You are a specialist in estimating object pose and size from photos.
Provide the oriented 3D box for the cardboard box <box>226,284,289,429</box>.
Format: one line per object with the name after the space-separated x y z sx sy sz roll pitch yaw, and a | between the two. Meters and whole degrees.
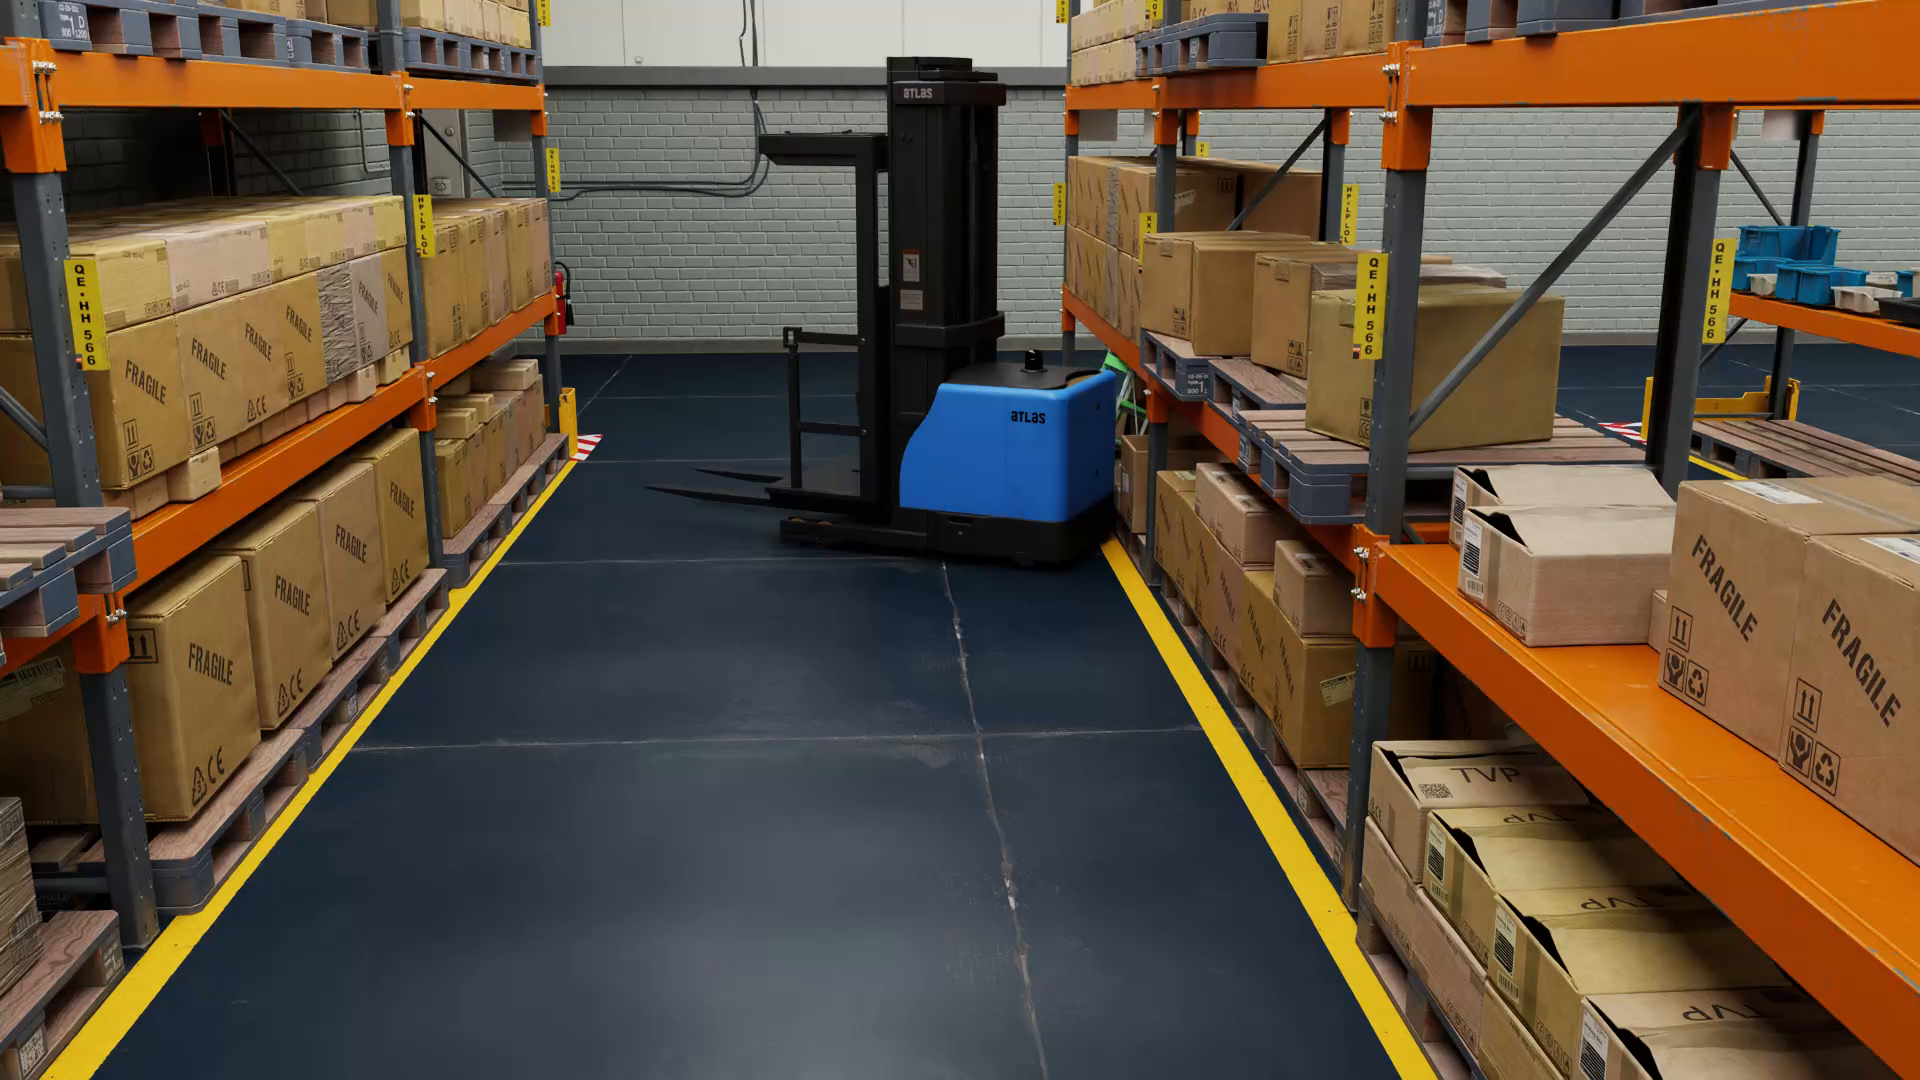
-2.958 -0.713 6.439 0.500 0.500 0.500 -1 14 -4 | cardboard box

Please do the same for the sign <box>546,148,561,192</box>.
-3.084 -2.802 12.598 0.100 0.325 0.005 -1 14 -3 | sign

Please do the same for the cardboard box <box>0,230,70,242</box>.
-3.446 -0.935 5.798 0.500 0.250 0.500 -1 14 -5 | cardboard box

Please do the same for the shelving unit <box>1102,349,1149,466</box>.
0.952 -0.672 10.662 0.258 1.200 0.503 19 9 -17 | shelving unit

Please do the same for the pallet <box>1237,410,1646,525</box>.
1.701 -0.284 5.995 1.213 0.211 1.003 -1 14 -3 | pallet

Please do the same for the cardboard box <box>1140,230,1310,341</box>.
1.371 -1.335 8.651 0.700 0.500 0.500 -6 16 -22 | cardboard box

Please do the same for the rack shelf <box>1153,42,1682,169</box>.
1.689 -1.811 6.969 1.077 0.370 4.000 -1 14 -3 | rack shelf

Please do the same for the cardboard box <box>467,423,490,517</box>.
-3.350 -0.432 10.360 0.700 0.500 0.500 -1 14 -4 | cardboard box

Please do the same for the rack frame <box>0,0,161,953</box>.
-3.131 -0.132 5.019 1.000 3.000 0.127 -1 14 -3 | rack frame

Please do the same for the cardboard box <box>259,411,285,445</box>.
-3.026 -0.487 6.862 0.380 0.149 0.250 -1 14 -3 | cardboard box

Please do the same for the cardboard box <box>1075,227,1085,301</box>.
1.119 -2.005 12.098 0.500 0.500 0.500 -1 14 -4 | cardboard box

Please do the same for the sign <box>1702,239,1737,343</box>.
2.367 -0.779 5.213 0.100 0.325 0.005 -1 14 -3 | sign

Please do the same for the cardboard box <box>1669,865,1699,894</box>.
2.130 0.903 4.547 0.500 0.311 0.500 -1 14 -4 | cardboard box

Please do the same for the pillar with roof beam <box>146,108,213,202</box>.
0.011 -4.259 9.021 9.100 9.000 0.400 -1 14 -3 | pillar with roof beam

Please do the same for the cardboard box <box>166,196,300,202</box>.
-3.610 -1.574 8.280 0.500 0.250 0.500 0 14 -2 | cardboard box

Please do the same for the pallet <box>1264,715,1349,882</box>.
1.805 0.955 6.392 1.003 0.211 1.213 -1 14 -3 | pallet

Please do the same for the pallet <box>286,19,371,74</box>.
-3.273 -2.260 7.653 0.805 0.209 1.217 -1 15 -6 | pallet

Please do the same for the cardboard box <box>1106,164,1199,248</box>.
1.210 -2.111 10.505 0.500 0.500 0.500 -1 14 -3 | cardboard box

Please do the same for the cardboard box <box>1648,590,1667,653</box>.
1.948 0.229 4.122 0.380 0.149 0.250 0 14 1 | cardboard box

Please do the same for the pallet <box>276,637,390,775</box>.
-3.177 0.719 7.310 1.003 0.211 1.213 -1 14 -3 | pallet

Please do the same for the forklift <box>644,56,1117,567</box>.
-0.575 -1.482 10.406 3.031 2.935 1.130 6 16 23 | forklift

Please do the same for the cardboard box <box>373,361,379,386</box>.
-3.065 -0.808 8.109 0.380 0.149 0.250 0 14 -2 | cardboard box

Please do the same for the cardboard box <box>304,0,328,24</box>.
-3.655 -2.925 9.113 0.500 0.250 0.500 -1 14 -3 | cardboard box

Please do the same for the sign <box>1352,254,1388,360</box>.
1.272 -0.721 5.144 0.100 0.325 0.005 -1 14 -3 | sign

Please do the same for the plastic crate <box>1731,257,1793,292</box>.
5.989 -1.992 12.465 0.416 0.233 0.300 -1 14 -3 | plastic crate

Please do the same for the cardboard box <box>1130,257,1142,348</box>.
1.278 -1.373 9.642 0.500 0.500 0.500 -1 14 -3 | cardboard box

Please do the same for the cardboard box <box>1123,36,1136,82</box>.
1.249 -2.826 9.770 0.500 0.250 0.500 -1 14 -3 | cardboard box

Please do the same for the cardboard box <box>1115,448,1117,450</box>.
1.130 -0.692 11.832 0.500 0.250 0.500 -1 14 -3 | cardboard box

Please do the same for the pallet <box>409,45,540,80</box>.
-3.570 -3.347 11.673 1.003 0.211 1.213 -1 14 -3 | pallet

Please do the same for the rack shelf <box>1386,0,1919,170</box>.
1.937 -0.816 3.103 1.077 0.370 4.000 -1 14 -3 | rack shelf

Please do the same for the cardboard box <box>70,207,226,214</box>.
-3.535 -1.319 7.291 0.500 0.250 0.500 -1 14 -5 | cardboard box

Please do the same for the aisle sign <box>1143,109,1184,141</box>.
1.619 -3.480 12.813 0.394 0.787 0.004 -1 14 -3 | aisle sign

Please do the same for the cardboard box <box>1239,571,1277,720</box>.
1.489 0.430 6.967 0.500 0.500 0.500 -1 14 -5 | cardboard box

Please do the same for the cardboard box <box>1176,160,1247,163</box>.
1.688 -2.371 11.513 0.500 0.500 0.500 0 14 -2 | cardboard box

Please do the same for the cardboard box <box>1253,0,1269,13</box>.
1.608 -2.499 6.955 0.600 0.600 0.600 -1 15 -6 | cardboard box

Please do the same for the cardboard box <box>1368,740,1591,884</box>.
1.552 0.782 5.017 0.500 0.311 0.500 0 14 -2 | cardboard box

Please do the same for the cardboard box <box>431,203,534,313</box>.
-3.529 -1.959 11.520 0.980 0.700 0.700 -1 14 -4 | cardboard box

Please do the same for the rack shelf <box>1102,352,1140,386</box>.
1.101 -1.056 10.600 0.258 0.148 0.480 19 9 -17 | rack shelf

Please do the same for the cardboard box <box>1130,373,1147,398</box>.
1.597 -1.070 12.799 0.500 0.500 0.500 -1 14 -3 | cardboard box

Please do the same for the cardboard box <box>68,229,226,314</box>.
-2.936 -0.948 5.848 0.500 0.250 0.500 -1 14 -4 | cardboard box

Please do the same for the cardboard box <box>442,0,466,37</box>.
-3.176 -3.061 9.643 0.500 0.250 0.500 -1 14 -5 | cardboard box

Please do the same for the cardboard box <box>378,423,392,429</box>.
-3.512 -0.582 9.641 0.380 0.149 0.250 -1 14 -4 | cardboard box

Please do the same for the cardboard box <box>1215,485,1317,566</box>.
1.446 -0.072 7.416 0.500 0.250 0.500 -1 14 -4 | cardboard box

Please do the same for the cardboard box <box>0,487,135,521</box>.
-2.920 -0.105 5.380 0.380 0.149 0.250 -1 14 -4 | cardboard box

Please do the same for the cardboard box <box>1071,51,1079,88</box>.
1.096 -3.447 12.186 0.500 0.250 0.500 -1 14 -3 | cardboard box

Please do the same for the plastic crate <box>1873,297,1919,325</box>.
6.172 -1.450 10.573 0.437 0.125 0.590 -1 14 -3 | plastic crate

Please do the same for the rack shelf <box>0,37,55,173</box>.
-3.007 -0.739 2.802 1.077 0.370 4.000 -1 14 -3 | rack shelf

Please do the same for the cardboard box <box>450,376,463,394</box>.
-3.627 -1.032 11.391 0.380 0.149 0.250 -1 14 -3 | cardboard box

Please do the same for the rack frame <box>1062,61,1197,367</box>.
1.317 -2.199 13.053 1.000 3.000 0.127 -1 14 -3 | rack frame

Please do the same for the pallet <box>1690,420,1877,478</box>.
6.274 -0.718 12.895 1.003 0.211 1.213 -1 14 -3 | pallet

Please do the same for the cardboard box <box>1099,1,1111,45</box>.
1.178 -3.316 10.673 0.500 0.250 0.500 -1 14 -3 | cardboard box

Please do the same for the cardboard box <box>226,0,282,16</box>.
-3.335 -2.483 7.053 0.700 0.500 0.500 -1 14 -4 | cardboard box
